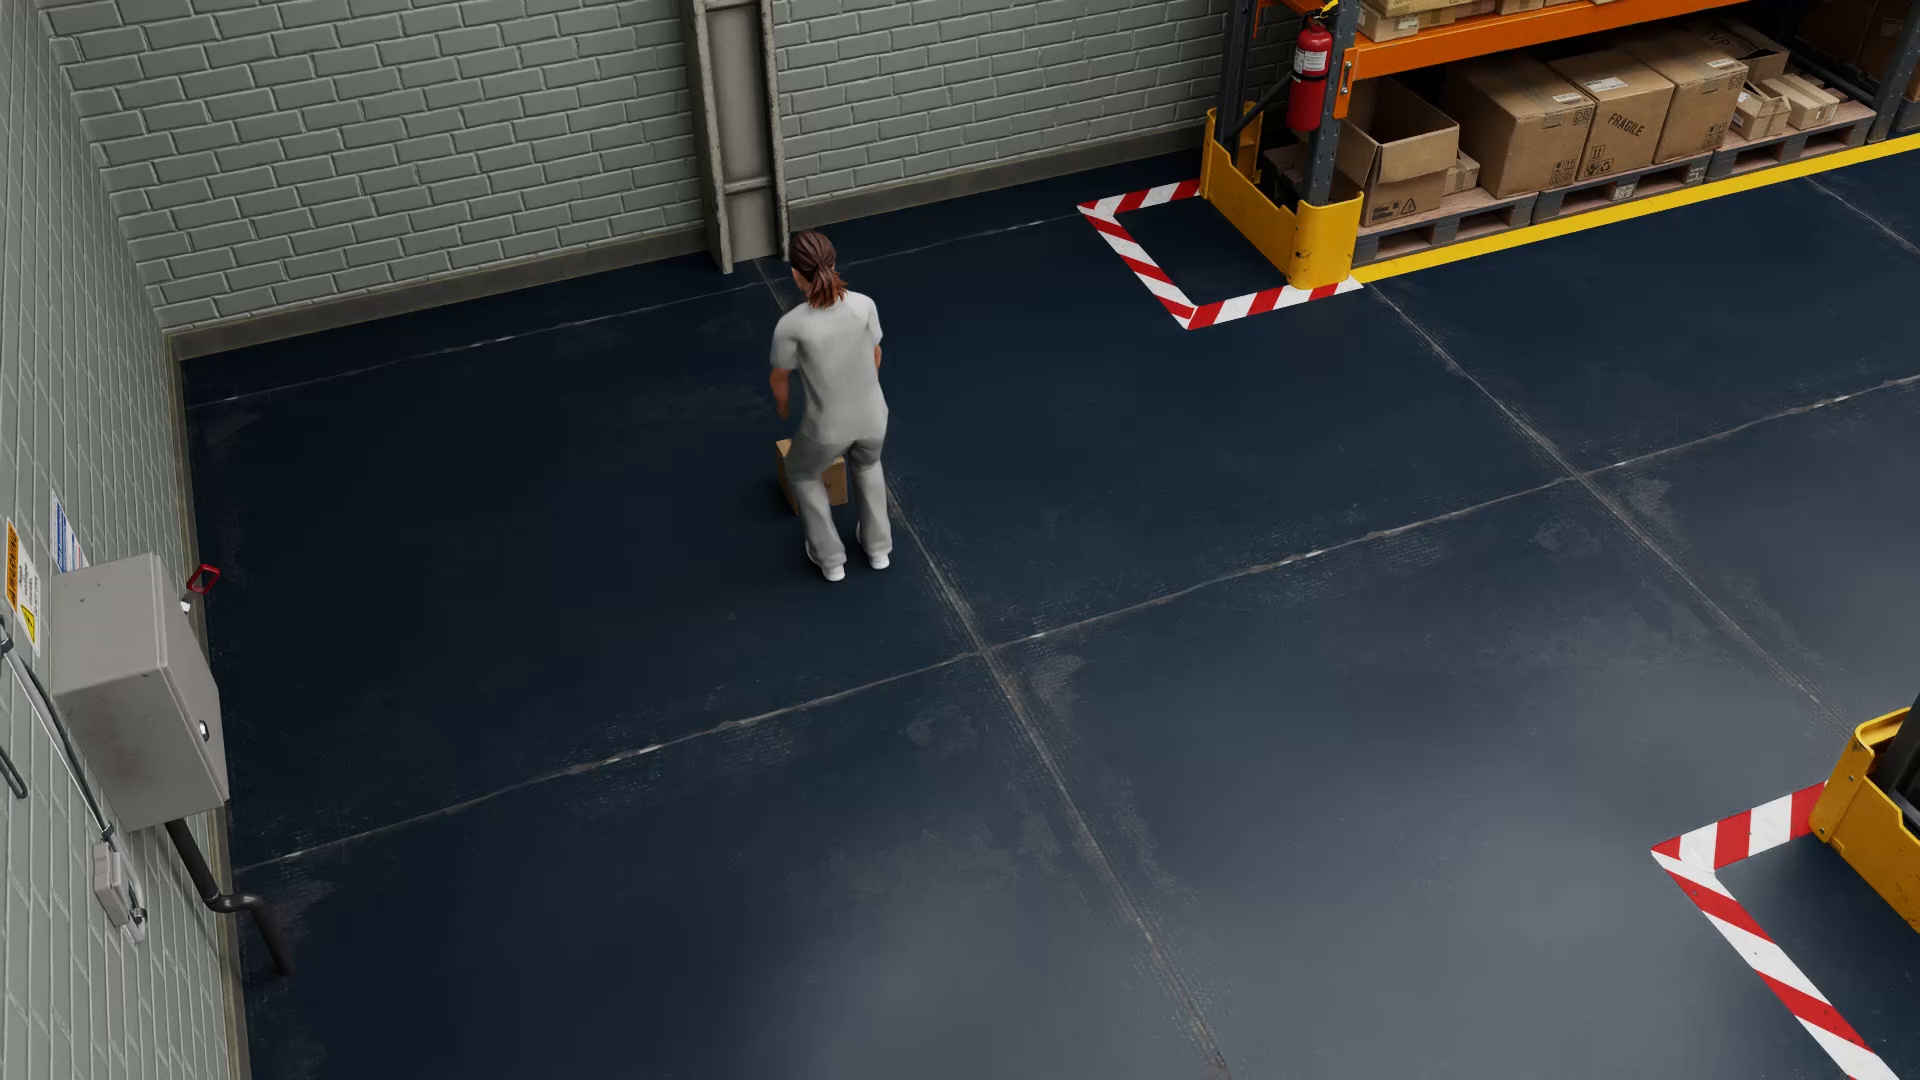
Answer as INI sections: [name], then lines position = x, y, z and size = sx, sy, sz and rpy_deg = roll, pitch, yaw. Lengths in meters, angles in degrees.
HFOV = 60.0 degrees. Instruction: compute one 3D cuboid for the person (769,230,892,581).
[person]
position = -0.530, -0.516, 6.819
size = 0.475, 1.573, 0.467
rpy_deg = -15, 44, -16
